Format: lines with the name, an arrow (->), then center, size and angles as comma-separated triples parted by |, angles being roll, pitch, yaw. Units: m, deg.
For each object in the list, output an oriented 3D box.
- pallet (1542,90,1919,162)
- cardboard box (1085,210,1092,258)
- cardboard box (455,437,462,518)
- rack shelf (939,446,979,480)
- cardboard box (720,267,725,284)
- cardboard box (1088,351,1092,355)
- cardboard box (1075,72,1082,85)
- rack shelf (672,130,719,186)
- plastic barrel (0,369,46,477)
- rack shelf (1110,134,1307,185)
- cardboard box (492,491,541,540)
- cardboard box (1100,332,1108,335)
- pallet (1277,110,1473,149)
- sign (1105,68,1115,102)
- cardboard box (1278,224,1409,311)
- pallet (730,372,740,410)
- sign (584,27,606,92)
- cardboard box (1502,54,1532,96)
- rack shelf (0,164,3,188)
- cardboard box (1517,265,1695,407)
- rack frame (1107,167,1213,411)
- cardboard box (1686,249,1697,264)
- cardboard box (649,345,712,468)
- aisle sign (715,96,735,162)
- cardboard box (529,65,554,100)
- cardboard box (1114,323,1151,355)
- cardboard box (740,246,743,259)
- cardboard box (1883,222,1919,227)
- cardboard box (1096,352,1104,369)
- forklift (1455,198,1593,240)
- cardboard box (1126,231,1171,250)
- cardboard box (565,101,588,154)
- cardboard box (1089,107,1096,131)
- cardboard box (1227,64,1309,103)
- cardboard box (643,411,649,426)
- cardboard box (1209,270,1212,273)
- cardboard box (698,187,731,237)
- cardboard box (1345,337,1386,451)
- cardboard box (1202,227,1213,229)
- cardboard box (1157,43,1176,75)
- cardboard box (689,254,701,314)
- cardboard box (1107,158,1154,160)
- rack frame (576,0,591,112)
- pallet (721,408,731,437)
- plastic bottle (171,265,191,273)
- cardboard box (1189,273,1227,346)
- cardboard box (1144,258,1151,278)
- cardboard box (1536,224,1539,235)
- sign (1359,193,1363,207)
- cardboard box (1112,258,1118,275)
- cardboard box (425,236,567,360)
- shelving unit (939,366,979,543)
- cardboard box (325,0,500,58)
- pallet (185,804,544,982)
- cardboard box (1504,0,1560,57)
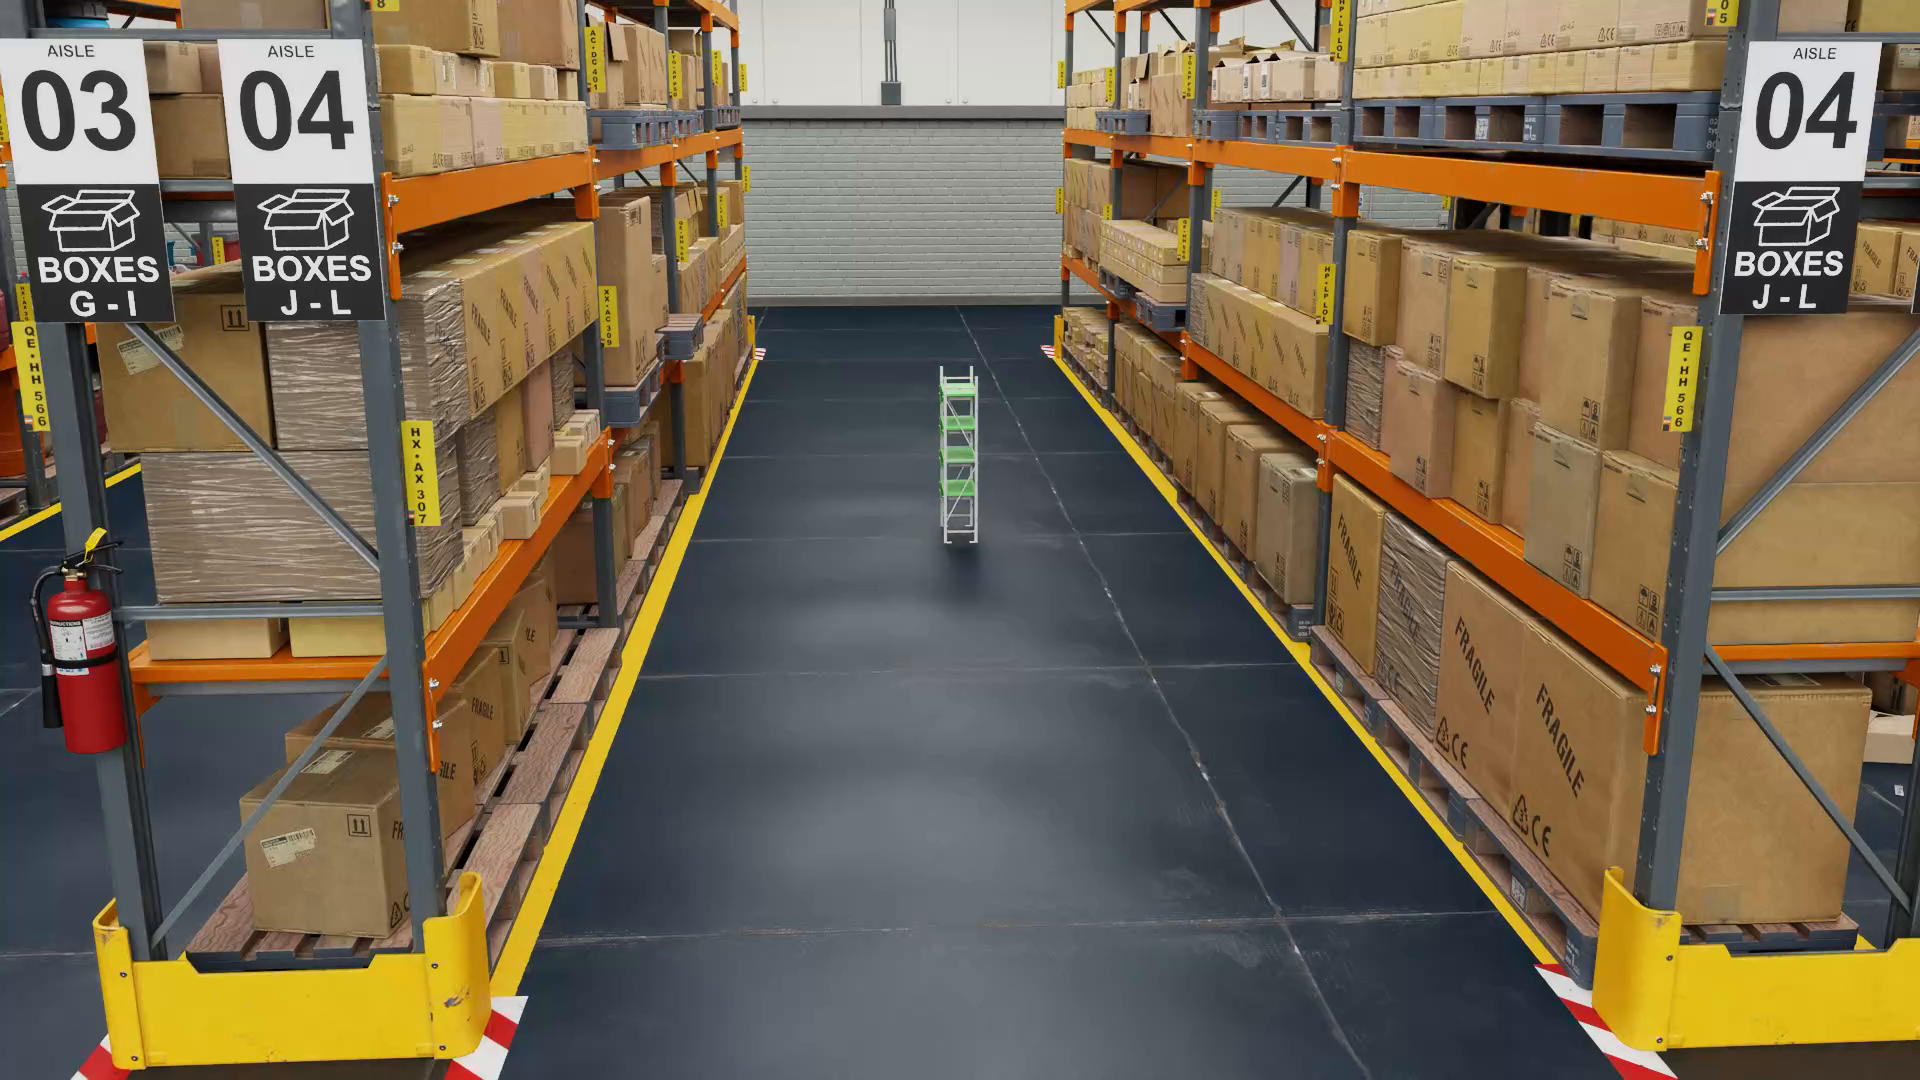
pallet -> 2.718, -1.419, 5.679 | 1.003, 0.211, 1.213 | -1, 14, -3
cardboard box -> 1.659, -3.370, 18.308 | 0.500, 0.500, 0.500 | -1, 14, -4
cardboard box -> -2.339, -0.225, 6.085 | 0.875, 0.500, 0.500 | -1, 14, -3
rack shelf -> -0.010, -0.560, 12.053 | 0.258, 0.148, 0.480 | -1, 14, -3
cardboard box -> -2.612, -2.715, 17.062 | 0.380, 0.149, 0.250 | -1, 14, -3
cardboard box -> 1.654, -2.047, 18.843 | 0.380, 0.149, 0.250 | -1, 14, -2
cardboard box -> 1.532, -5.342, 19.248 | 0.380, 0.149, 0.250 | -1, 14, -3
rack shelf -> -2.802, -3.365, 14.507 | 1.077, 0.370, 4.000 | -1, 14, -3
plastic barrel -> -7.668, -0.960, 13.251 | 0.600, 0.830, 0.708 | -1, 14, -3
rack shelf -> 2.155, -3.416, 14.707 | 1.077, 0.370, 4.000 | -1, 14, -3
cardboard box -> -1.958, -0.101, 6.902 | 0.380, 0.149, 0.250 | -1, 14, -3
cardboard box -> 1.733, -2.195, 18.222 | 0.380, 0.149, 0.250 | 0, 14, -2
pallet -> 2.421, -2.407, 9.725 | 0.805, 0.209, 1.217 | -1, 15, -6
sign -> 1.490, -4.502, 16.446 | 0.100, 0.325, 0.005 | -1, 14, -3
cardboard box -> 2.425, -1.729, 10.520 | 0.700, 0.500, 0.500 | -1, 14, -3
pallet -> -2.895, -1.598, 17.812 | 1.003, 0.211, 1.213 | -1, 14, -3
sign -> -1.889, -2.481, 8.594 | 0.100, 0.325, 0.005 | -1, 14, -3
cardboard box -> 2.338, -1.801, 6.447 | 0.380, 0.149, 0.250 | -1, 14, -3
rack shelf -> -7.497, -2.293, 10.344 | 1.077, 0.370, 4.000 | -1, 14, -3
cardboard box -> 2.765, -0.790, 6.609 | 0.875, 0.550, 0.550 | -1, 14, -3
rack frame -> 2.031, -2.809, 16.925 | 1.000, 3.000, 0.127 | -1, 14, -3
cardboard box -> 6.842, -2.456, 14.851 | 0.500, 0.250, 0.500 | -1, 14, -5
cardboard box -> -2.700, -1.109, 13.739 | 1.225, 0.875, 0.875 | -2, 15, -6
aisle sign -> -2.878, -5.034, 20.355 | 0.394, 0.787, 0.004 | -1, 14, -3
cardboard box -> -2.051, -2.068, 7.524 | 0.380, 0.149, 0.250 | -1, 14, -5
cardboard box -> 1.813, -1.977, 16.360 | 0.500, 0.250, 0.500 | -2, 15, -6
cardboard box -> -2.790, -3.420, 19.803 | 0.380, 0.149, 0.250 | -1, 14, -3
cardboard box -> 7.519, -2.203, 12.928 | 0.500, 0.500, 0.500 | -1, 14, -5
cardboard box -> 1.665, -1.916, 17.737 | 0.380, 0.149, 0.250 | -2, 15, -6
forklift -> 4.606, -1.879, 13.445 | 1.130, 2.935, 3.031 | -1, 14, -3
cardboard box -> 1.698, -2.685, 14.911 | 0.380, 0.149, 0.250 | 0, 14, -2
cardboard box -> -2.141, -2.039, 8.212 | 0.500, 0.250, 0.500 | 0, 14, -1
cardboard box -> 1.680, -4.558, 18.002 | 0.500, 0.250, 0.500 | -1, 14, -4
cardboard box -> 2.135, -3.138, 11.441 | 0.500, 0.250, 0.500 | 0, 14, -2
cardboard box -> -2.606, -0.962, 12.376 | 0.500, 0.250, 0.500 | 0, 14, -1
cardboard box -> 2.382, -2.278, 14.520 | 0.380, 0.149, 0.250 | 0, 14, -2
cardboard box -> -2.760, -3.567, 18.070 | 0.500, 0.500, 0.500 | -1, 14, -5
cardboard box -> 2.562, -0.801, 8.817 | 0.875, 0.550, 0.550 | -1, 14, -3
cardboard box -> 2.311, -2.825, 15.452 | 0.380, 0.149, 0.250 | -1, 14, -5
cardboard box -> 1.894, -4.102, 14.194 | 0.396, 0.266, 0.258 | -1, 14, -3
cardboard box -> -2.506, -2.192, 14.325 | 0.500, 0.500, 0.500 | -1, 14, -4
cardboard box -> 2.060, -4.371, 20.189 | 0.500, 0.500, 0.500 | -1, 14, -5
rack frame -> -2.430, -3.673, 8.244 | 1.000, 3.000, 0.127 | -1, 14, -3
pallet -> -2.802, -1.216, 16.331 | 1.003, 0.211, 1.213 | -1, 14, -3
plastic bottle -> -7.522, -2.528, 16.081 | 0.152, 0.276, 0.135 | -1, 14, -3
cardboard box -> 2.037, -1.747, 12.596 | 0.500, 0.500, 0.500 | -1, 14, -3
cardboard box -> 1.757, -2.288, 13.962 | 0.380, 0.149, 0.250 | -1, 14, -2
cardboard box -> 6.644, -3.198, 18.237 | 0.500, 0.500, 0.500 | -1, 14, -5
sign -> 6.293, -5.453, 26.657 | 0.327, 0.218, 0.001 | -1, 14, -3
cardboard box -> 1.646, -2.592, 15.743 | 0.380, 0.149, 0.250 | -1, 14, -3
cardboard box -> -2.065, -1.088, 7.433 | 0.500, 0.500, 0.500 | -1, 14, -3
shelving unit -> -0.010, -0.622, 12.037 | 0.258, 1.200, 0.503 | -1, 14, -3
cardboard box -> -2.004, -2.034, 6.091 | 0.500, 0.500, 0.500 | -1, 14, -4
pallet -> -2.202, 1.356, 6.334 | 1.003, 0.211, 1.213 | -1, 14, -3
cardboard box -> 2.405, -1.967, 6.294 | 0.500, 0.250, 0.500 | -1, 14, -4
